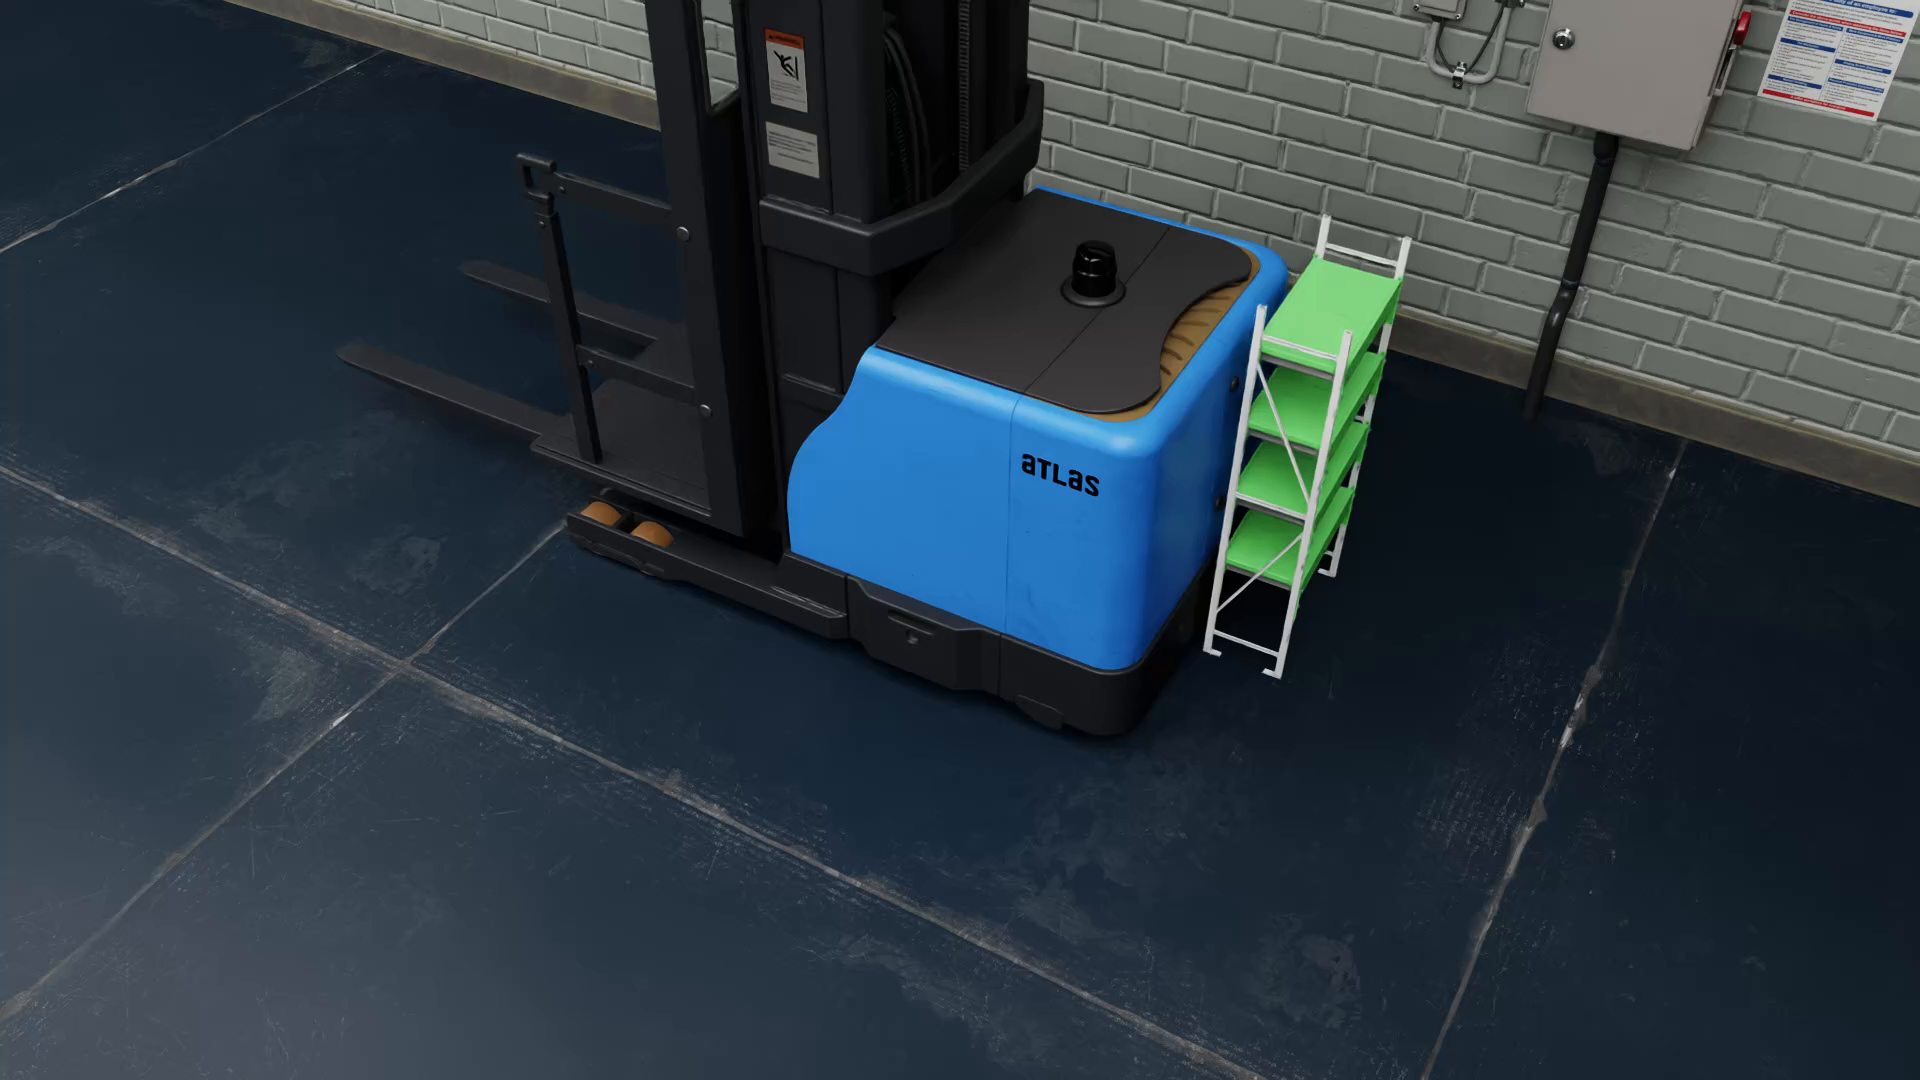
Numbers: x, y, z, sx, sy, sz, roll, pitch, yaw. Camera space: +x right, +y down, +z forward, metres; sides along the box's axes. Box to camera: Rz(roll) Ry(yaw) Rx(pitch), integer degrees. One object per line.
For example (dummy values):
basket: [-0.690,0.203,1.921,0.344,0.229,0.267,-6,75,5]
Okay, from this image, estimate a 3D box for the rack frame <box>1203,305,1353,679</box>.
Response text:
rack frame: [0.830,-0.088,4.439,0.240,1.200,0.015,20,45,20]

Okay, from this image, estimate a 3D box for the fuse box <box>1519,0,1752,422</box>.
fuse box: [1.967,-1.043,5.139,0.539,1.711,0.414,21,45,22]

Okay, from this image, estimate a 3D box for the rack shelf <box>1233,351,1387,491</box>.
rack shelf: [0.947,-0.362,4.483,0.258,0.148,0.480,20,45,20]

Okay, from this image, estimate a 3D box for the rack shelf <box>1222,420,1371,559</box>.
rack shelf: [0.943,-0.183,4.643,0.258,0.148,0.480,20,45,20]

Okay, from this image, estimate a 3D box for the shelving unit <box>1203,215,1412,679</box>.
shelving unit: [0.944,-0.231,4.601,0.258,1.200,0.503,20,45,20]

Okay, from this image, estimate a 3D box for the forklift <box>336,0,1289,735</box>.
forklift: [-0.631,-1.274,4.479,3.031,2.935,1.130,20,45,21]

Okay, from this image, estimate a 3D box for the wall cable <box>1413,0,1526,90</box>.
wall cable: [1.455,-2.223,4.736,0.588,1.984,0.122,21,45,22]

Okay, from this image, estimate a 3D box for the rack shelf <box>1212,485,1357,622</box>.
rack shelf: [0.940,-0.004,4.803,0.258,0.148,0.480,20,45,20]

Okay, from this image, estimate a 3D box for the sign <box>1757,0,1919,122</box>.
sign: [2.499,-1.446,4.694,0.329,0.494,0.001,21,45,22]

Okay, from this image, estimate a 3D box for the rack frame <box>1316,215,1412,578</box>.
rack frame: [1.059,-0.373,4.762,0.240,1.200,0.015,20,45,20]

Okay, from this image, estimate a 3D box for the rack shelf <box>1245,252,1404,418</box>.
rack shelf: [0.950,-0.541,4.323,0.258,0.148,0.480,20,45,20]
